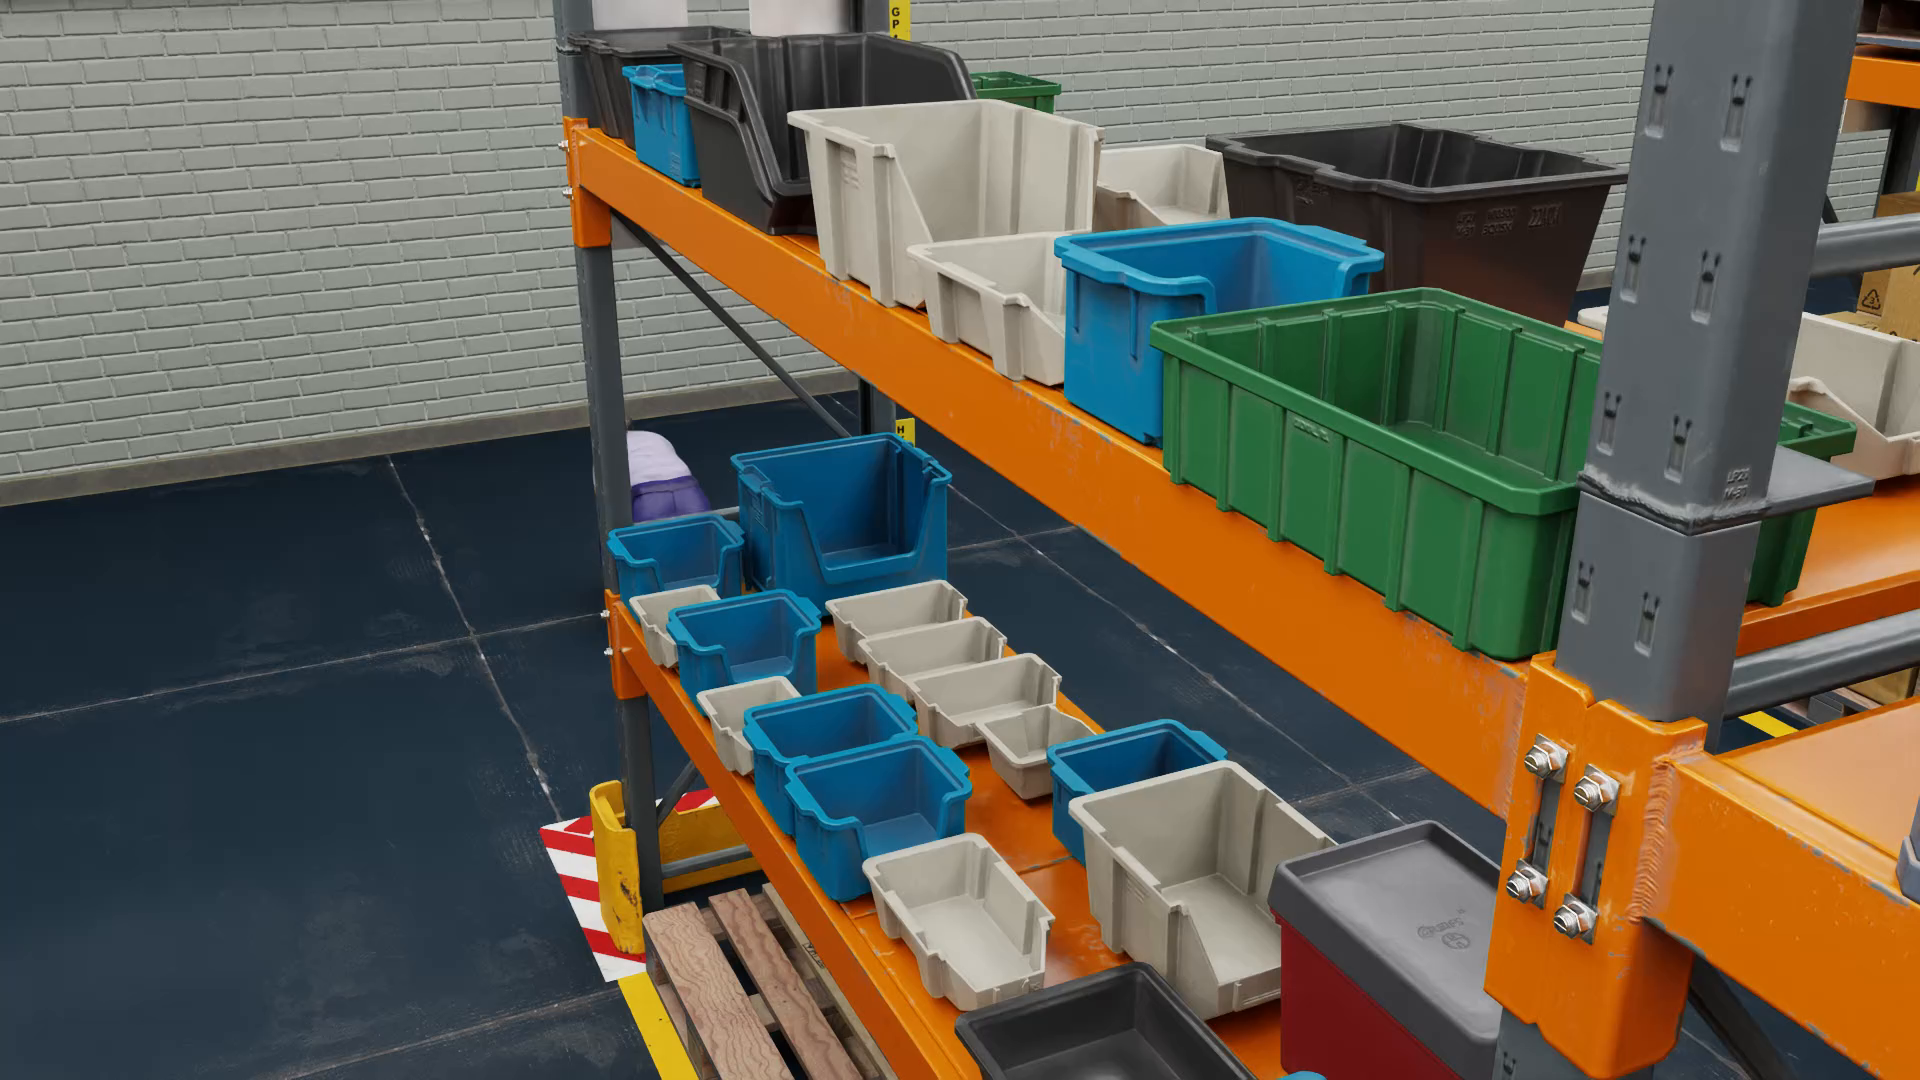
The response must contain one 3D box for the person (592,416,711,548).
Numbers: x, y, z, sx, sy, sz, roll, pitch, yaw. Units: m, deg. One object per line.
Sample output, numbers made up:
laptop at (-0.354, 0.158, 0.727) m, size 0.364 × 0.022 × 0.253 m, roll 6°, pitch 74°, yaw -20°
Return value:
person at (-1.524, -0.068, 8.175) m, size 0.501 × 0.970 × 0.886 m, roll -11°, pitch 25°, yaw -25°
